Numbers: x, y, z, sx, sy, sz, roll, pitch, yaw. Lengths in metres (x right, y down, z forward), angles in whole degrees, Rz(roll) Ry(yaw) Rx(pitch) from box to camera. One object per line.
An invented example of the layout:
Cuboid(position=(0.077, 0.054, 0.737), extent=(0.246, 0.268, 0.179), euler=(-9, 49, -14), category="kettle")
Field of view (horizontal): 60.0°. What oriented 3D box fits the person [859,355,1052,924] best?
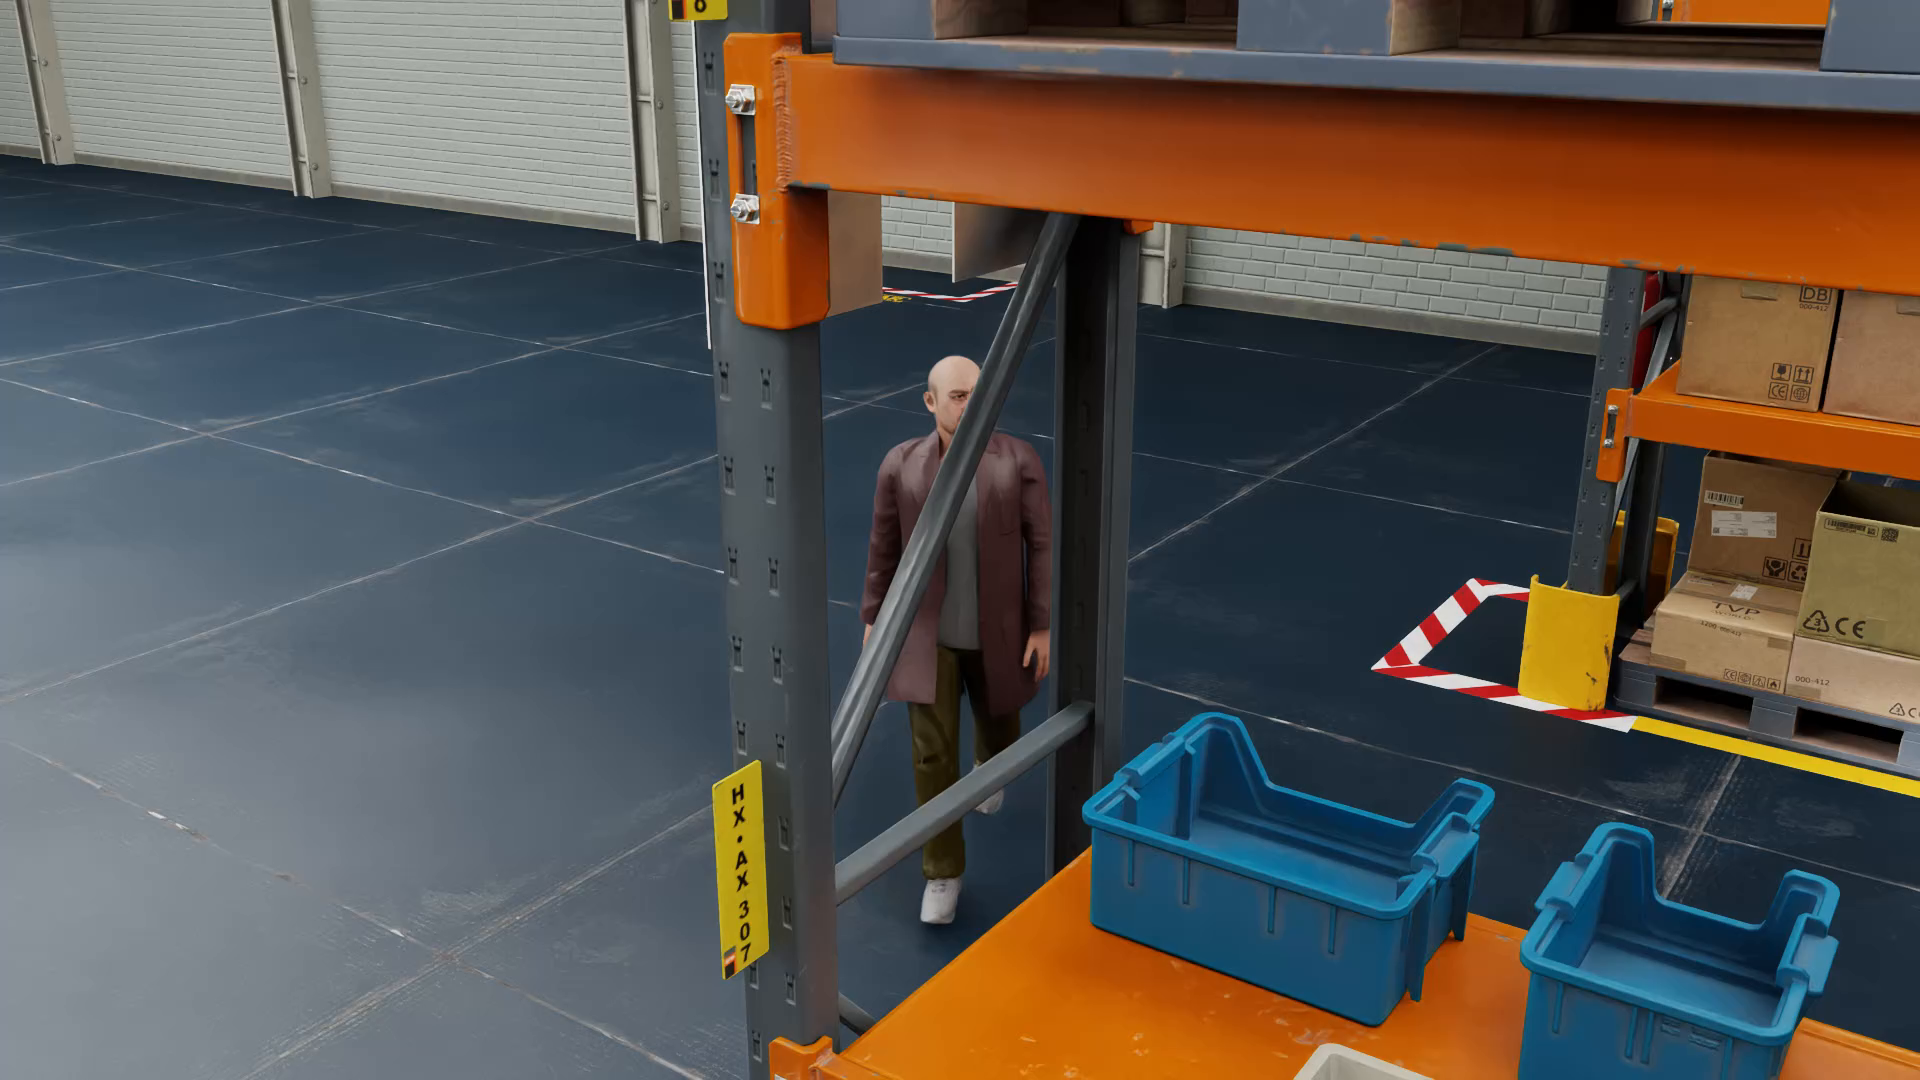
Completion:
Cuboid(position=(0.001, 0.262, 5.361), extent=(0.661, 1.745, 0.994), euler=(0, 20, 0), category="person")
